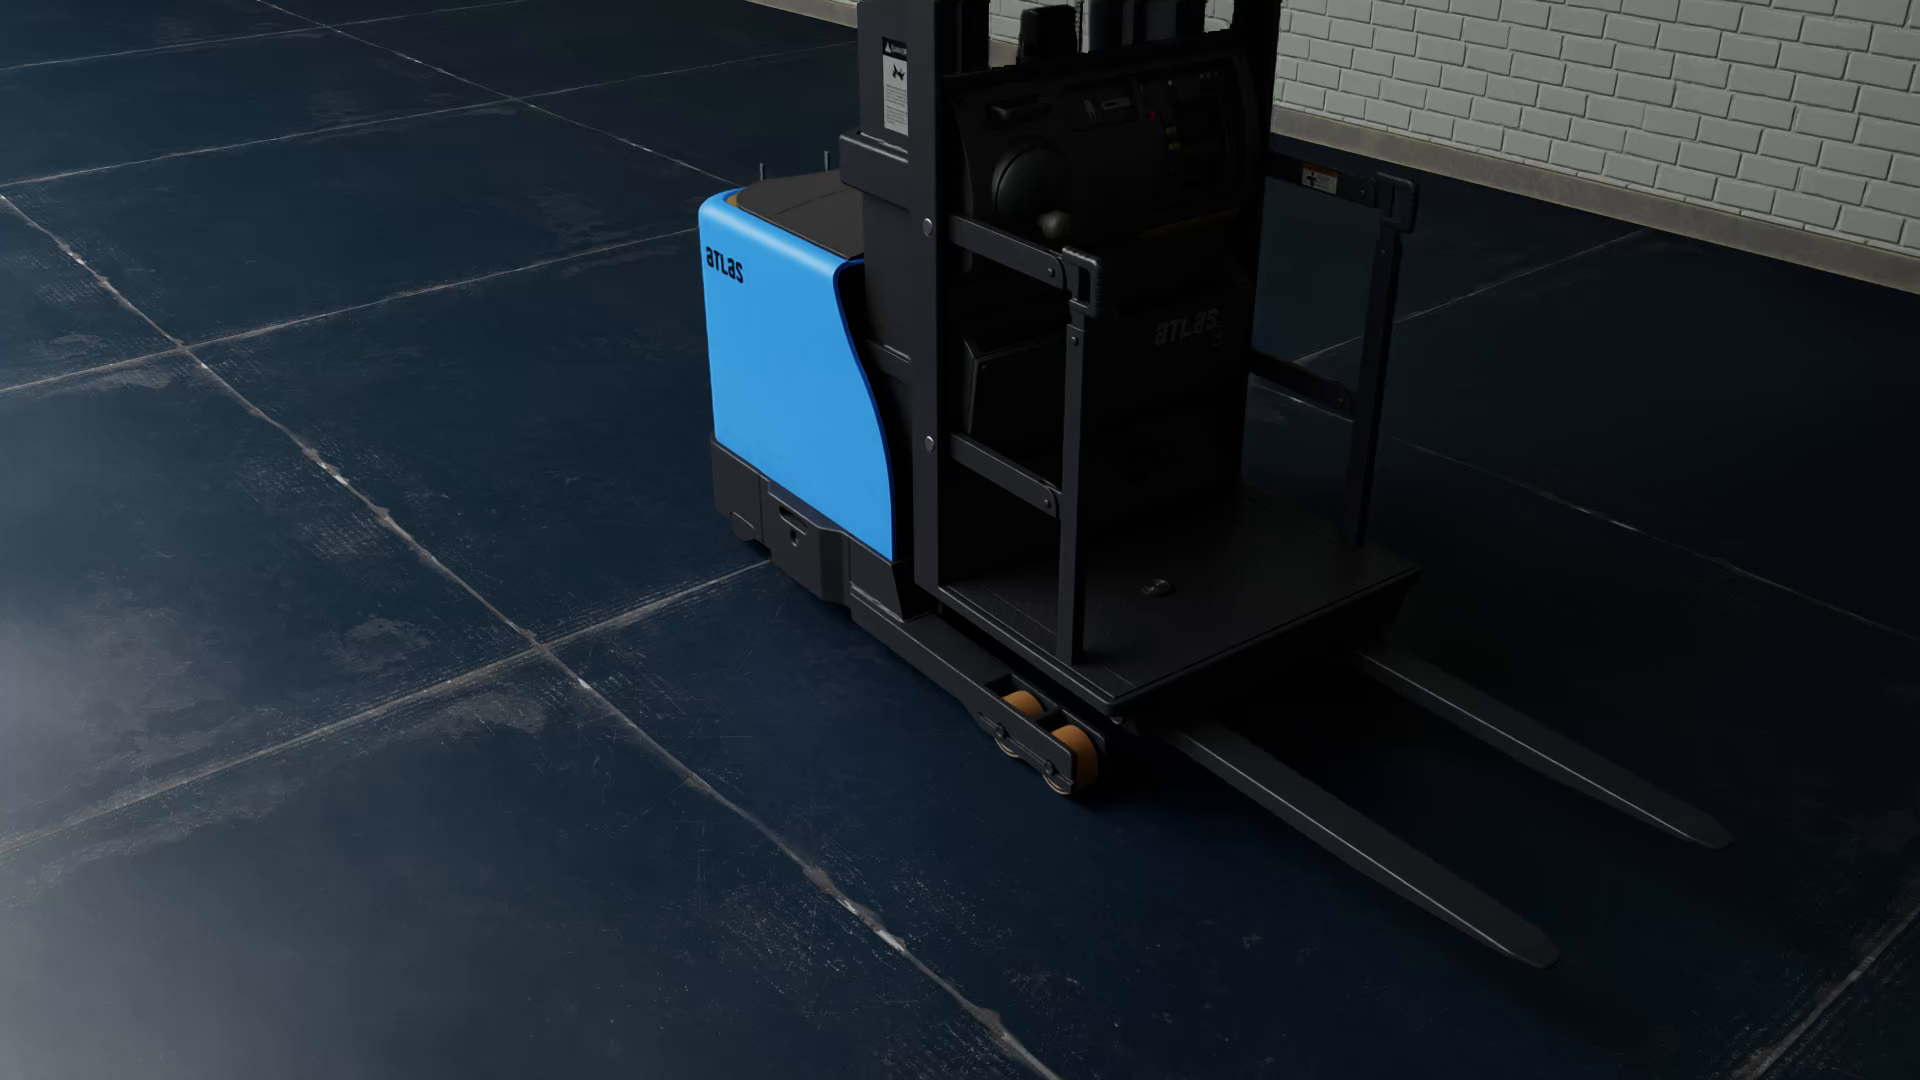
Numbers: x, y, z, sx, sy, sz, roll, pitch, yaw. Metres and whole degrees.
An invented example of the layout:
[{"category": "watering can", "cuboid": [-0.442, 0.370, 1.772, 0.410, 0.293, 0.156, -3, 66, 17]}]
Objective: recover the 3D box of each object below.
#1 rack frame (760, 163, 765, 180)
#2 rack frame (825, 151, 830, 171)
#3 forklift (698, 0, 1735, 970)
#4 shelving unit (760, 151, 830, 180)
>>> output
[{"category": "rack frame", "cuboid": [-0.568, -0.687, 5.422, 0.008, 1.050, 0.200, -20, 34, -32]}, {"category": "rack frame", "cuboid": [-0.374, -0.757, 5.552, 0.008, 1.050, 0.200, -20, 34, -32]}, {"category": "forklift", "cuboid": [0.499, -0.931, 3.882, 1.130, 2.935, 3.031, -19, 34, -32]}, {"category": "shelving unit", "cuboid": [-0.471, -0.722, 5.487, 0.252, 1.050, 0.215, -20, 34, -32]}]
